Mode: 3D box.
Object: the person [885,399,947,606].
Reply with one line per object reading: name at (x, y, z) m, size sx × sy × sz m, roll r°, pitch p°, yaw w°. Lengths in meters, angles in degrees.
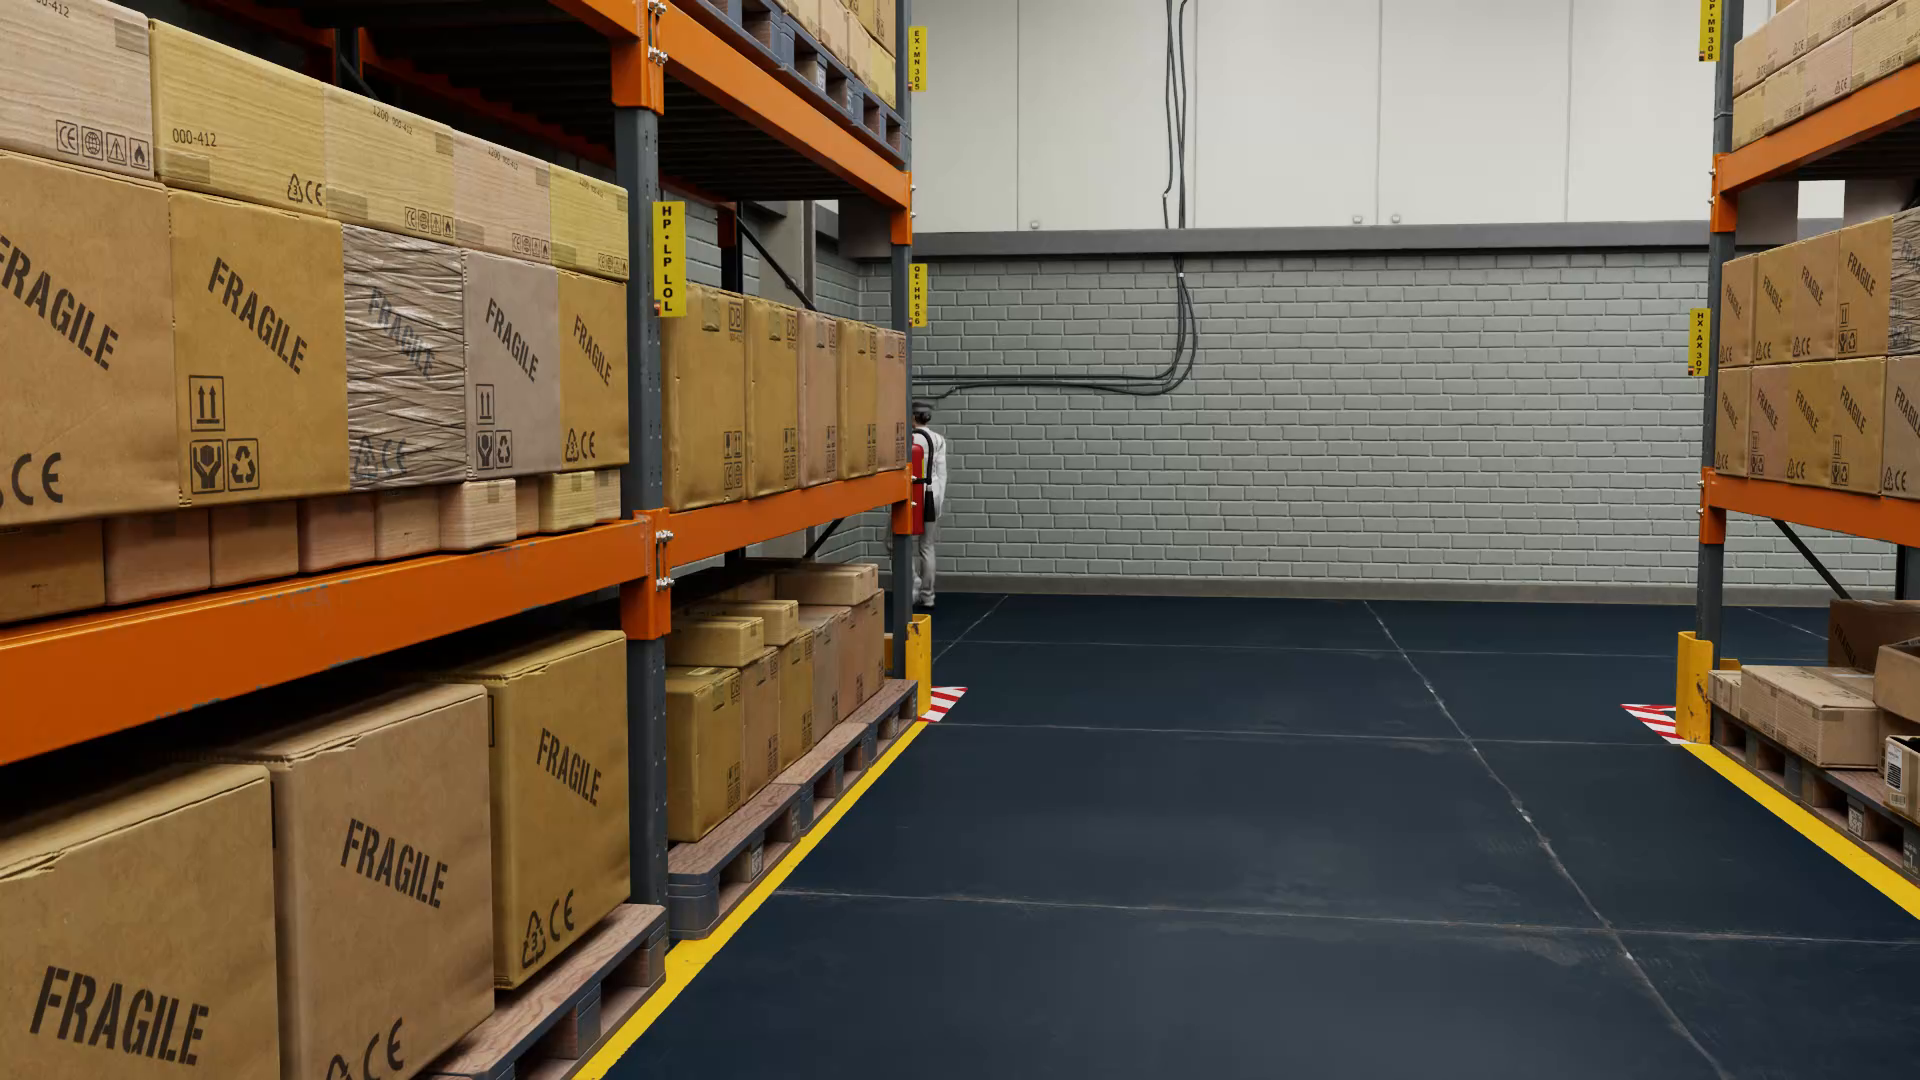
person at (-0.341, -0.287, 13.205) m, size 0.500 × 1.663 × 0.449 m, roll -2°, pitch 5°, yaw -25°
